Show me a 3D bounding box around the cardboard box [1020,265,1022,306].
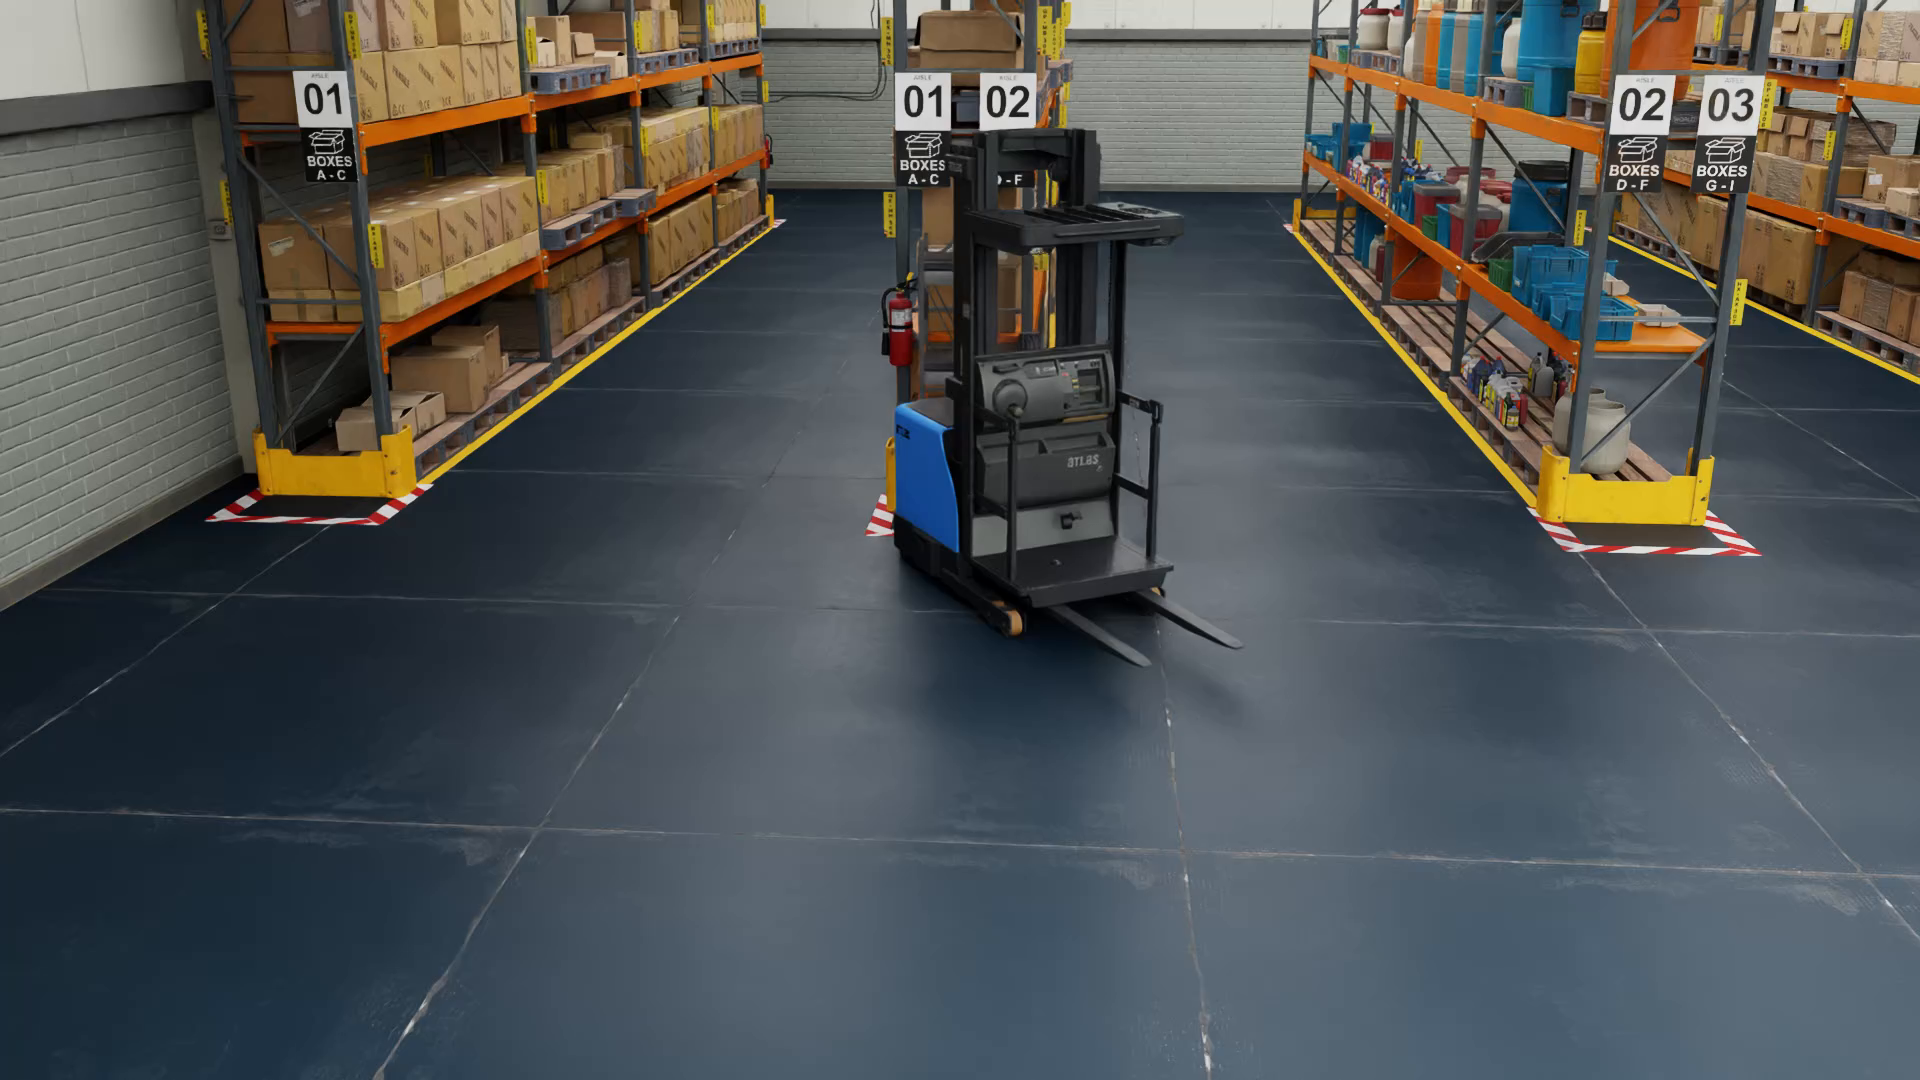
[{"bbox_3d":[0.157,-2.195,13.643,0.700,0.500,0.500,1,18,4],"label":"cardboard box"}]

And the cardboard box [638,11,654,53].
[{"bbox_3d":[-4.315,-6.450,21.107,0.700,0.500,0.500,2,18,7],"label":"cardboard box"}]

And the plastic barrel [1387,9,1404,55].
[{"bbox_3d":[5.527,-6.302,20.627,0.433,0.535,0.433,0,18,0],"label":"plastic barrel"}]

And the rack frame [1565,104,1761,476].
[{"bbox_3d":[4.977,-1.573,11.908,1.000,3.000,0.127,1,18,4],"label":"rack frame"}]

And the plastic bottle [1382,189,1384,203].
[{"bbox_3d":[5.197,-4.206,20.261,0.097,0.201,0.097,0,18,0],"label":"plastic bottle"}]

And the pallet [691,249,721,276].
[{"bbox_3d":[-4.024,-3.955,23.654,1.003,0.211,1.213,1,18,4],"label":"pallet"}]

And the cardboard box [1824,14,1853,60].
[{"bbox_3d":[10.463,-5.813,19.187,0.797,0.503,0.637,2,18,7],"label":"cardboard box"}]

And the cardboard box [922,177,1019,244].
[{"bbox_3d":[0.087,-2.510,12.523,0.700,0.500,0.500,1,18,4],"label":"cardboard box"}]

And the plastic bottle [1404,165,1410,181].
[{"bbox_3d":[5.944,-4.837,22.073,0.097,0.271,0.097,0,18,0],"label":"plastic bottle"}]

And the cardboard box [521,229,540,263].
[{"bbox_3d":[-4.349,-2.821,15.925,0.500,0.250,0.500,1,18,4],"label":"cardboard box"}]

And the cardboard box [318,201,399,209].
[{"bbox_3d":[-5.004,-2.557,13.914,0.500,0.500,0.500,1,18,2],"label":"cardboard box"}]

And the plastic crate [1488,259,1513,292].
[{"bbox_3d":[4.885,-2.300,14.465,0.450,0.188,0.662,1,18,4],"label":"plastic crate"}]

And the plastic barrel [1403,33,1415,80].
[{"bbox_3d":[5.223,-5.447,18.732,0.421,0.512,0.421,0,18,0],"label":"plastic barrel"}]

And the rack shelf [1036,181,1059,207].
[{"bbox_3d":[0.754,-4.449,21.839,1.077,0.370,4.000,1,18,4],"label":"rack shelf"}]

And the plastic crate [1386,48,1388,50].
[{"bbox_3d":[6.200,-7.043,23.994,0.497,0.269,0.590,1,18,4],"label":"plastic crate"}]

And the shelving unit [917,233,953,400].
[{"bbox_3d":[-0.074,-1.115,11.925,0.431,2.100,0.503,1,16,3],"label":"shelving unit"}]

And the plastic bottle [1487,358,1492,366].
[{"bbox_3d":[4.914,-1.542,15.466,0.061,0.283,0.133,1,18,4],"label":"plastic bottle"}]

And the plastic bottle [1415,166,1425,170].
[{"bbox_3d":[6.060,-4.800,21.954,0.152,0.276,0.135,1,18,4],"label":"plastic bottle"}]

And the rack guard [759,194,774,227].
[{"bbox_3d":[-3.756,-5.583,28.160,1.175,0.500,0.348,1,18,4],"label":"rack guard"}]

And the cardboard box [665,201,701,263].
[{"bbox_3d":[-4.022,-4.219,22.758,0.750,0.750,0.750,2,18,6],"label":"cardboard box"}]

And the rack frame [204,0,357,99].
[{"bbox_3d":[-4.904,-4.645,11.648,1.000,3.000,0.127,1,18,4],"label":"rack frame"}]

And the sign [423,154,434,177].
[{"bbox_3d":[-5.171,-3.598,16.228,0.100,0.325,0.005,1,18,4],"label":"sign"}]

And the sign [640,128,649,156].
[{"bbox_3d":[-3.789,-4.783,19.969,0.100,0.325,0.005,1,18,4],"label":"sign"}]

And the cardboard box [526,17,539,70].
[{"bbox_3d":[-4.499,-4.877,16.339,0.500,0.500,0.500,4,19,12],"label":"cardboard box"}]

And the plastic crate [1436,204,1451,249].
[{"bbox_3d":[5.033,-3.158,16.768,0.392,0.384,0.575,1,18,4],"label":"plastic crate"}]

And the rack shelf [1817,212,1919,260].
[{"bbox_3d":[10.348,-2.984,17.369,1.077,0.370,4.000,1,18,4],"label":"rack shelf"}]

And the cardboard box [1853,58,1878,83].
[{"bbox_3d":[10.203,-5.161,18.281,0.500,0.250,0.500,2,18,5],"label":"cardboard box"}]

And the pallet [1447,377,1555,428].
[{"bbox_3d":[5.174,-1.283,15.499,1.003,0.211,1.213,1,18,4],"label":"pallet"}]

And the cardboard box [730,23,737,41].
[{"bbox_3d":[-3.651,-7.649,25.038,0.500,0.250,0.500,1,18,2],"label":"cardboard box"}]

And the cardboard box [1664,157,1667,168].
[{"bbox_3d":[10.565,-5.572,24.513,0.380,0.149,0.250,1,18,3],"label":"cardboard box"}]

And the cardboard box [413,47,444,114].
[{"bbox_3d":[-4.524,-3.703,13.396,0.500,0.500,0.500,2,18,6],"label":"cardboard box"}]

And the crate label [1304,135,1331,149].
[{"bbox_3d":[5.778,-6.422,26.878,0.416,0.233,0.303,1,18,4],"label":"crate label"}]

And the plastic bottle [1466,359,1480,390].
[{"bbox_3d":[4.808,-1.540,15.474,0.152,0.276,0.135,2,18,6],"label":"plastic bottle"}]

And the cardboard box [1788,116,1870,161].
[{"bbox_3d":[10.609,-4.901,20.291,0.797,0.503,0.637,2,18,5],"label":"cardboard box"}]

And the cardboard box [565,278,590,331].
[{"bbox_3d":[-4.518,-2.606,18.367,0.700,0.500,0.500,1,18,5],"label":"cardboard box"}]

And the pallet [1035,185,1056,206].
[{"bbox_3d":[0.589,-4.291,20.508,1.213,0.211,1.003,1,18,4],"label":"pallet"}]

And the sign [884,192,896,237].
[{"bbox_3d":[-0.503,-2.364,12.082,0.100,0.325,0.005,1,18,4],"label":"sign"}]

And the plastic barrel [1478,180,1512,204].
[{"bbox_3d":[5.635,-3.535,17.675,0.433,0.535,0.433,0,18,0],"label":"plastic barrel"}]

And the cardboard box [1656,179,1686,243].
[{"bbox_3d":[10.969,-4.862,24.683,0.875,0.875,0.875,1,18,4],"label":"cardboard box"}]

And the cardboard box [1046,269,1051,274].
[{"bbox_3d":[0.788,-2.999,19.100,0.500,0.311,0.500,1,18,3],"label":"cardboard box"}]

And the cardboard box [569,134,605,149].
[{"bbox_3d":[-4.334,-4.636,19.345,0.380,0.149,0.250,-2,18,-5],"label":"cardboard box"}]

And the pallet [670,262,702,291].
[{"bbox_3d":[-4.109,-3.575,22.495,1.003,0.211,1.213,1,18,4],"label":"pallet"}]

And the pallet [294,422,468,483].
[{"bbox_3d":[-4.805,-0.745,13.856,1.003,0.211,1.213,1,18,4],"label":"pallet"}]

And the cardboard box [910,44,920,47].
[{"bbox_3d":[-0.104,-3.871,13.345,0.500,0.311,0.500,3,18,10],"label":"cardboard box"}]

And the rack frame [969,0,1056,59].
[{"bbox_3d":[0.610,-7.021,18.897,1.000,3.000,0.127,1,18,4],"label":"rack frame"}]

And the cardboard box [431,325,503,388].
[{"bbox_3d":[-4.652,-1.735,15.708,0.500,0.500,0.500,0,18,0],"label":"cardboard box"}]

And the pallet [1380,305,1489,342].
[{"bbox_3d":[5.456,-2.493,19.193,1.003,0.211,1.213,1,18,4],"label":"pallet"}]

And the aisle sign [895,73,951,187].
[{"bbox_3d":[-0.261,-2.907,11.802,0.394,0.787,0.004,1,18,4],"label":"aisle sign"}]

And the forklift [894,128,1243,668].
[{"bbox_3d":[0.638,-0.957,10.137,1.130,2.935,3.031,-9,20,-25],"label":"forklift"}]

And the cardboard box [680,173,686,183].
[{"bbox_3d":[-3.921,-4.907,22.452,0.380,0.149,0.250,1,18,2],"label":"cardboard box"}]

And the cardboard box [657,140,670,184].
[{"bbox_3d":[-3.994,-4.785,21.039,0.500,0.500,0.500,2,18,6],"label":"cardboard box"}]

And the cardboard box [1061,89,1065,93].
[{"bbox_3d":[1.391,-6.876,26.323,0.500,0.500,0.500,2,18,5],"label":"cardboard box"}]

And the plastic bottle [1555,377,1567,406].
[{"bbox_3d":[5.346,-1.319,14.788,0.061,0.283,0.133,1,18,4],"label":"plastic bottle"}]

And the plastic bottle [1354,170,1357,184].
[{"bbox_3d":[5.355,-4.891,22.353,0.097,0.201,0.097,0,18,0],"label":"plastic bottle"}]

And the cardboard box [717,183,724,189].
[{"bbox_3d":[-3.970,-5.593,26.474,0.380,0.149,0.250,2,18,5],"label":"cardboard box"}]

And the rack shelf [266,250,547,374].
[{"bbox_3d":[-4.761,-2.074,14.590,1.077,0.370,4.000,1,18,4],"label":"rack shelf"}]
